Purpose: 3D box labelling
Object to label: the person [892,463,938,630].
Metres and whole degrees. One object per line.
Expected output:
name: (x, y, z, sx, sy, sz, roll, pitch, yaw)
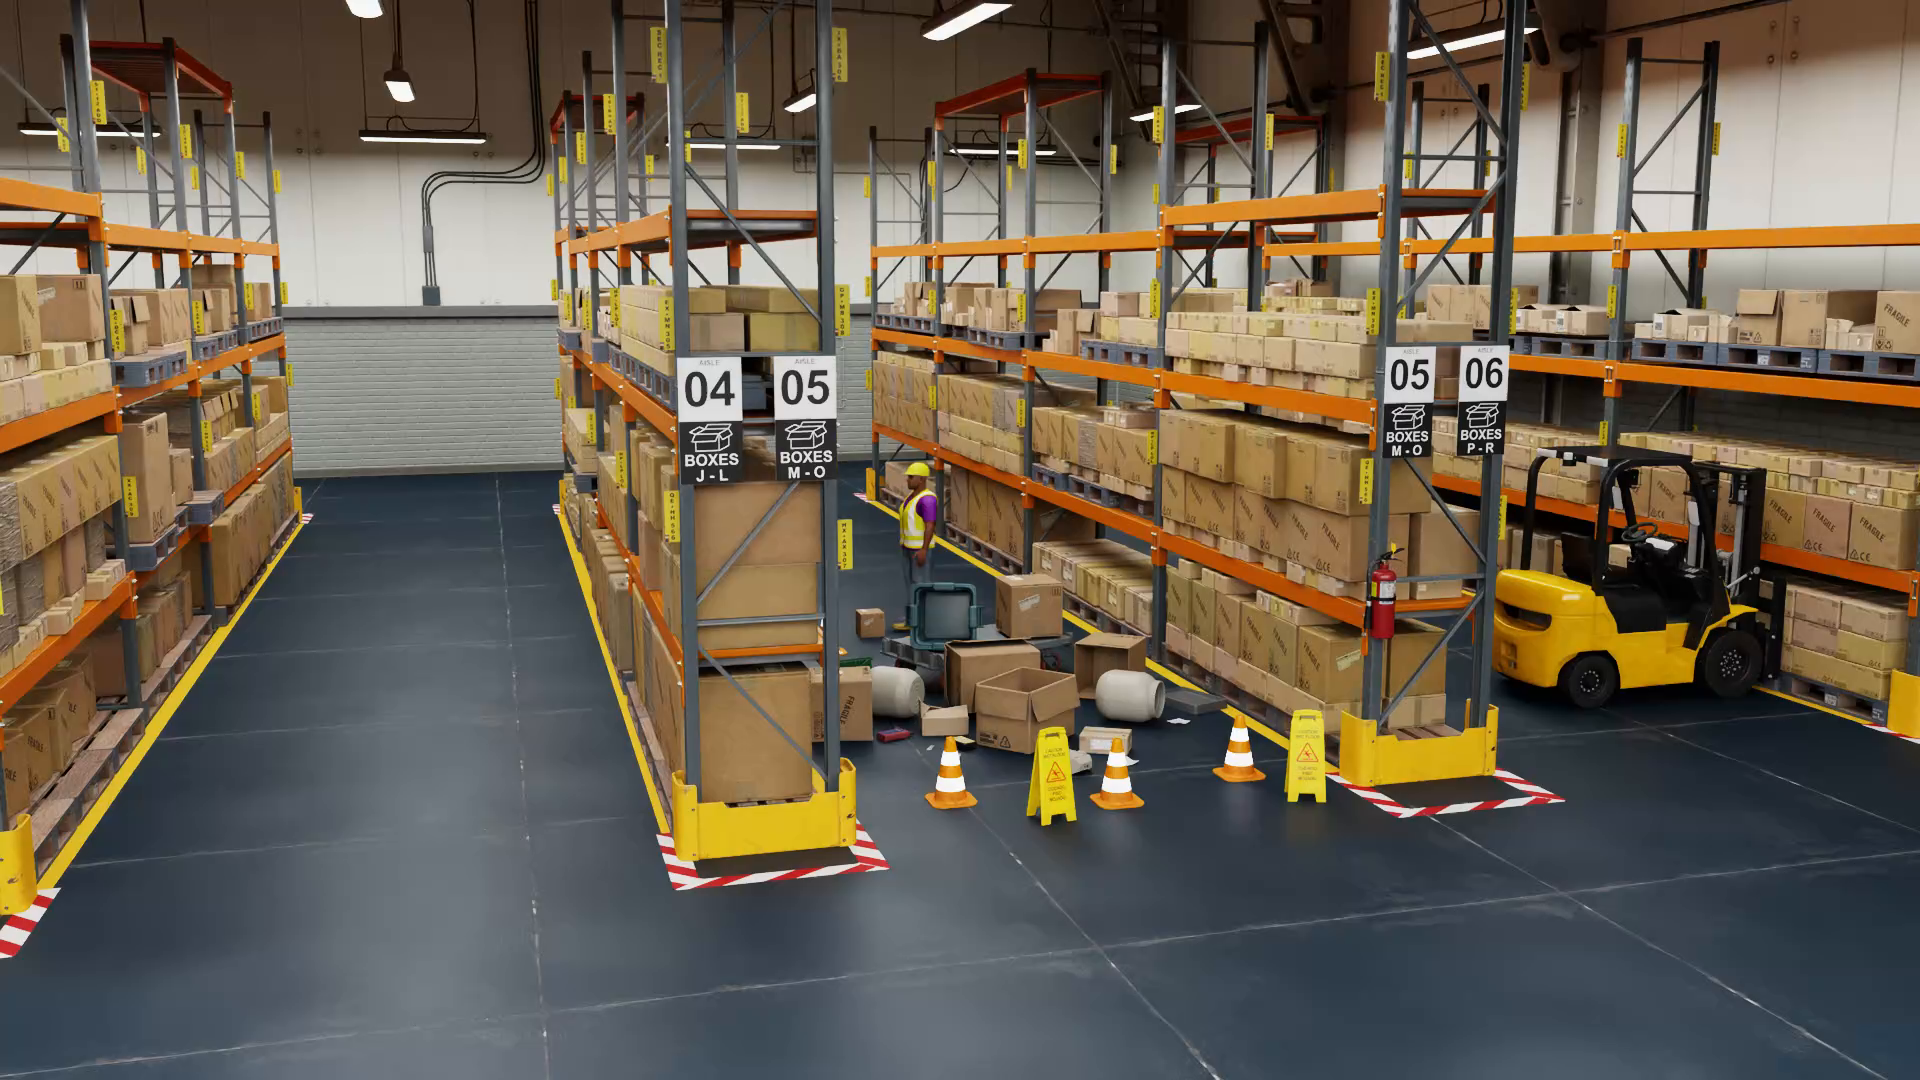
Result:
person: (-0.447, 0.083, 17.230, 0.459, 1.770, 0.608, -4, 10, -26)
